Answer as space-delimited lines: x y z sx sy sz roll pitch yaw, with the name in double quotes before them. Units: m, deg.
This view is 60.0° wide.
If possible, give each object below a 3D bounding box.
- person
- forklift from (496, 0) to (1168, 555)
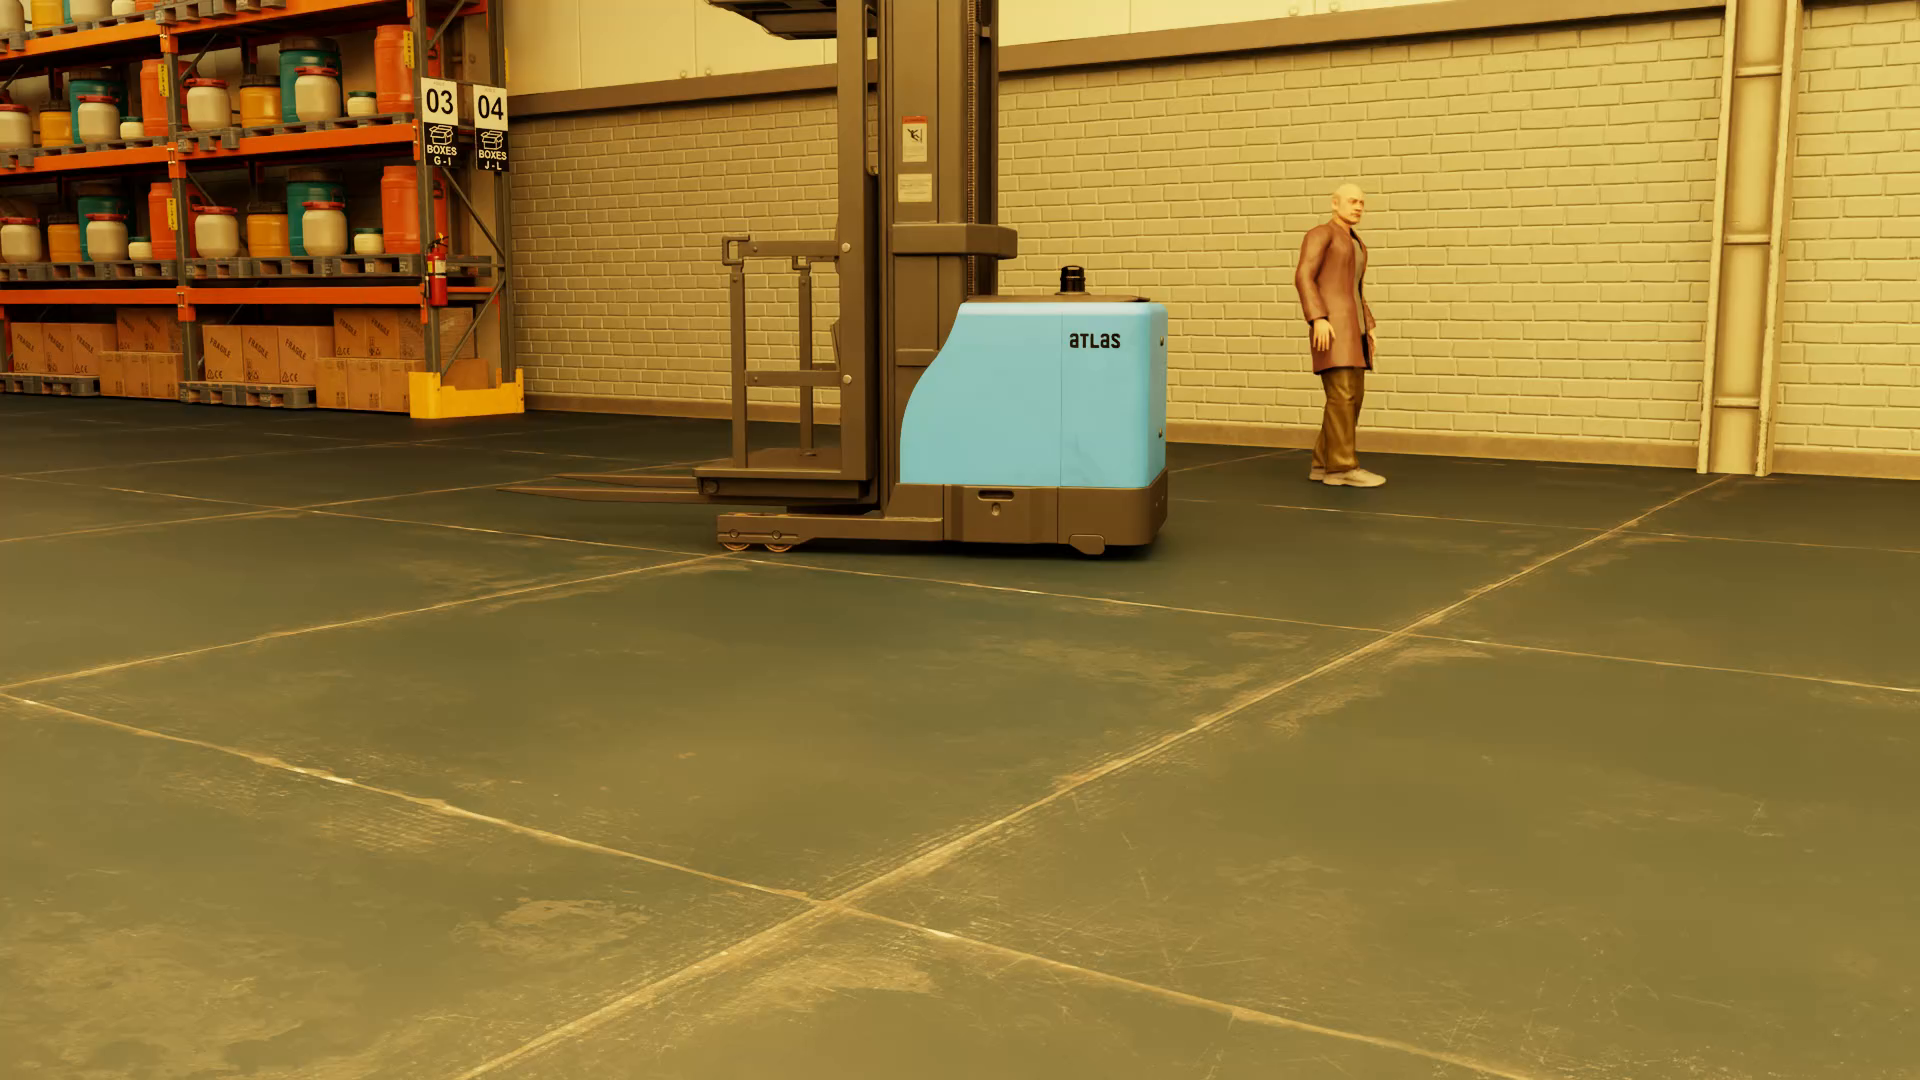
"person" 2.349 -1.222 9.894 0.563 1.776 0.755 5 10 33
"forklift" -0.596 -1.469 7.520 3.031 2.935 1.130 2 8 12
